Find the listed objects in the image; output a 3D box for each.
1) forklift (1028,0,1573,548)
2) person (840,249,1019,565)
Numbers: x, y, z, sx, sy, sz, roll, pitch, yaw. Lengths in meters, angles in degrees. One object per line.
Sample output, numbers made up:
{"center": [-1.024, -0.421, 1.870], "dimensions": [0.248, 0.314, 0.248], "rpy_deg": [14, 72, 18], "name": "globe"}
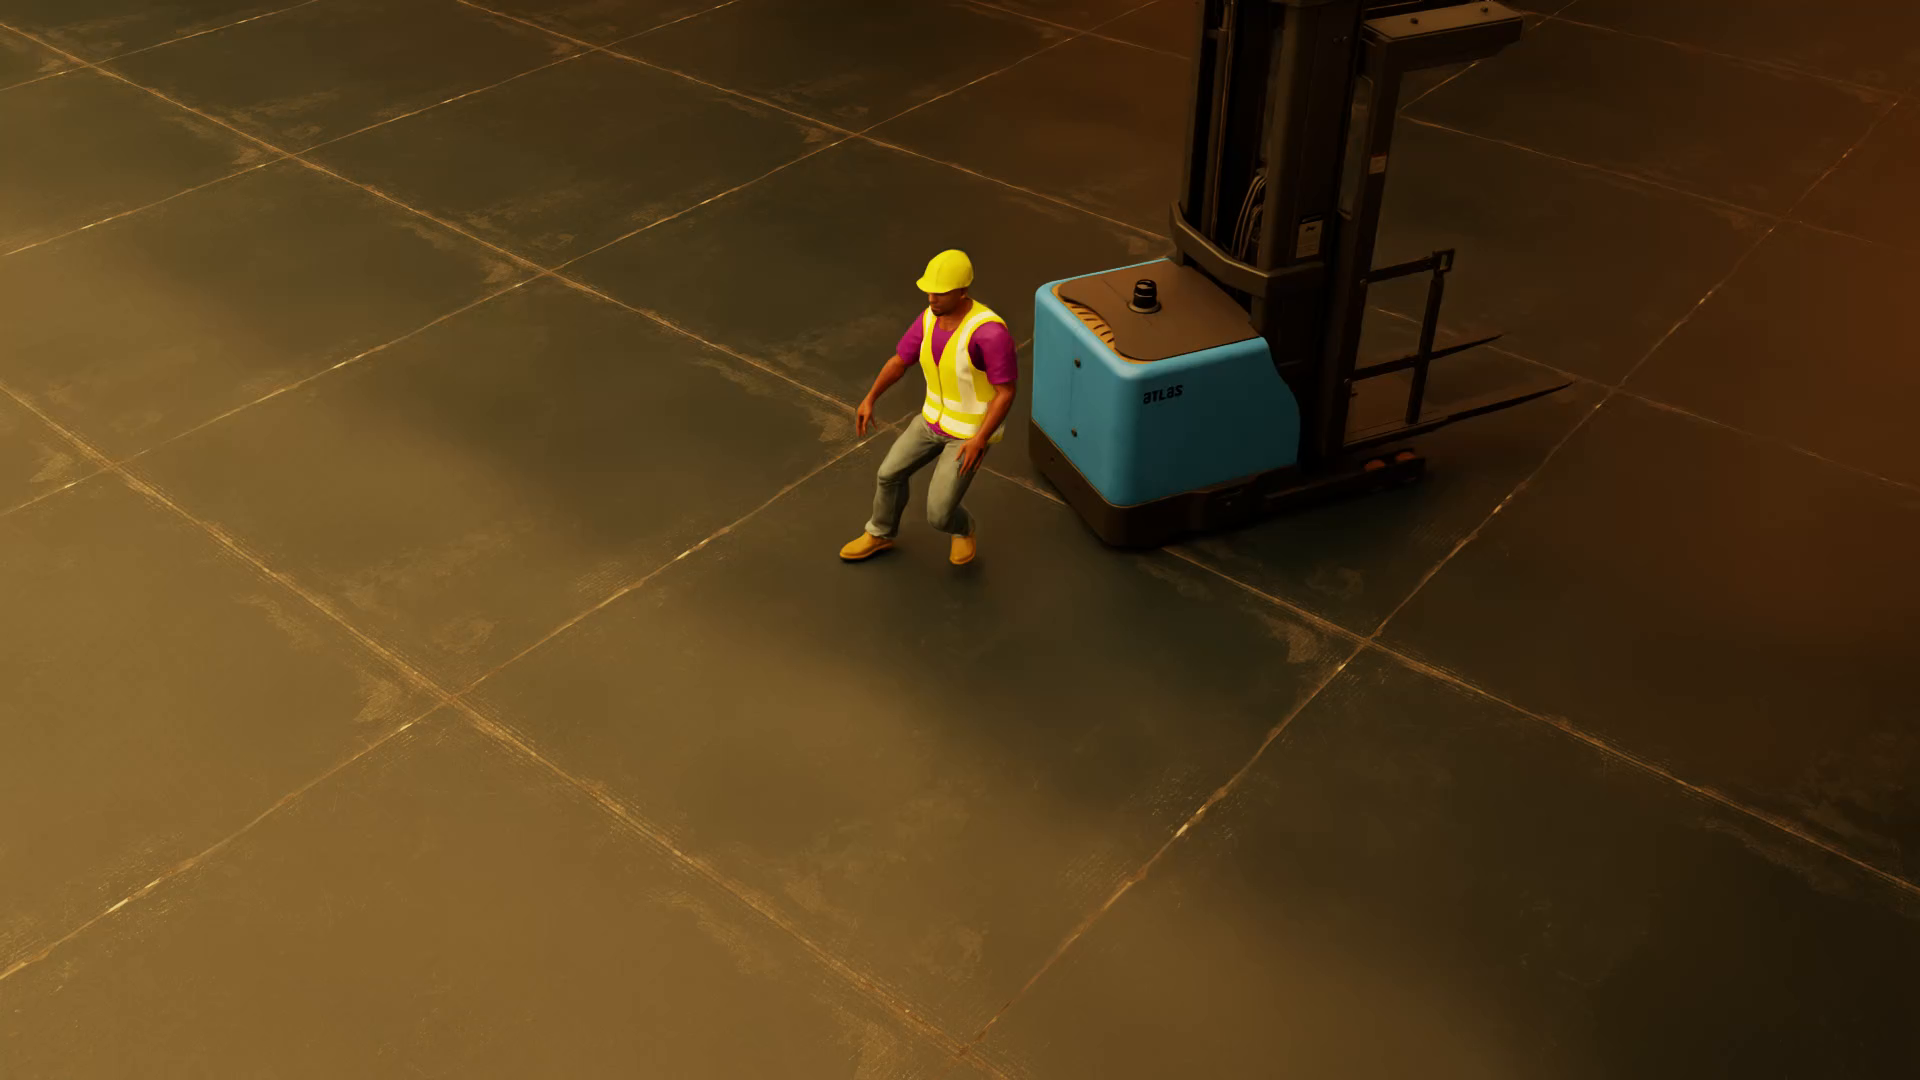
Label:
{"center": [1.932, -1.714, 8.375], "dimensions": [3.031, 2.935, 1.130], "rpy_deg": [-15, 38, -19], "name": "forklift"}
{"center": [-0.148, -0.547, 7.852], "dimensions": [0.667, 1.669, 0.779], "rpy_deg": [-26, 44, -31], "name": "person"}
